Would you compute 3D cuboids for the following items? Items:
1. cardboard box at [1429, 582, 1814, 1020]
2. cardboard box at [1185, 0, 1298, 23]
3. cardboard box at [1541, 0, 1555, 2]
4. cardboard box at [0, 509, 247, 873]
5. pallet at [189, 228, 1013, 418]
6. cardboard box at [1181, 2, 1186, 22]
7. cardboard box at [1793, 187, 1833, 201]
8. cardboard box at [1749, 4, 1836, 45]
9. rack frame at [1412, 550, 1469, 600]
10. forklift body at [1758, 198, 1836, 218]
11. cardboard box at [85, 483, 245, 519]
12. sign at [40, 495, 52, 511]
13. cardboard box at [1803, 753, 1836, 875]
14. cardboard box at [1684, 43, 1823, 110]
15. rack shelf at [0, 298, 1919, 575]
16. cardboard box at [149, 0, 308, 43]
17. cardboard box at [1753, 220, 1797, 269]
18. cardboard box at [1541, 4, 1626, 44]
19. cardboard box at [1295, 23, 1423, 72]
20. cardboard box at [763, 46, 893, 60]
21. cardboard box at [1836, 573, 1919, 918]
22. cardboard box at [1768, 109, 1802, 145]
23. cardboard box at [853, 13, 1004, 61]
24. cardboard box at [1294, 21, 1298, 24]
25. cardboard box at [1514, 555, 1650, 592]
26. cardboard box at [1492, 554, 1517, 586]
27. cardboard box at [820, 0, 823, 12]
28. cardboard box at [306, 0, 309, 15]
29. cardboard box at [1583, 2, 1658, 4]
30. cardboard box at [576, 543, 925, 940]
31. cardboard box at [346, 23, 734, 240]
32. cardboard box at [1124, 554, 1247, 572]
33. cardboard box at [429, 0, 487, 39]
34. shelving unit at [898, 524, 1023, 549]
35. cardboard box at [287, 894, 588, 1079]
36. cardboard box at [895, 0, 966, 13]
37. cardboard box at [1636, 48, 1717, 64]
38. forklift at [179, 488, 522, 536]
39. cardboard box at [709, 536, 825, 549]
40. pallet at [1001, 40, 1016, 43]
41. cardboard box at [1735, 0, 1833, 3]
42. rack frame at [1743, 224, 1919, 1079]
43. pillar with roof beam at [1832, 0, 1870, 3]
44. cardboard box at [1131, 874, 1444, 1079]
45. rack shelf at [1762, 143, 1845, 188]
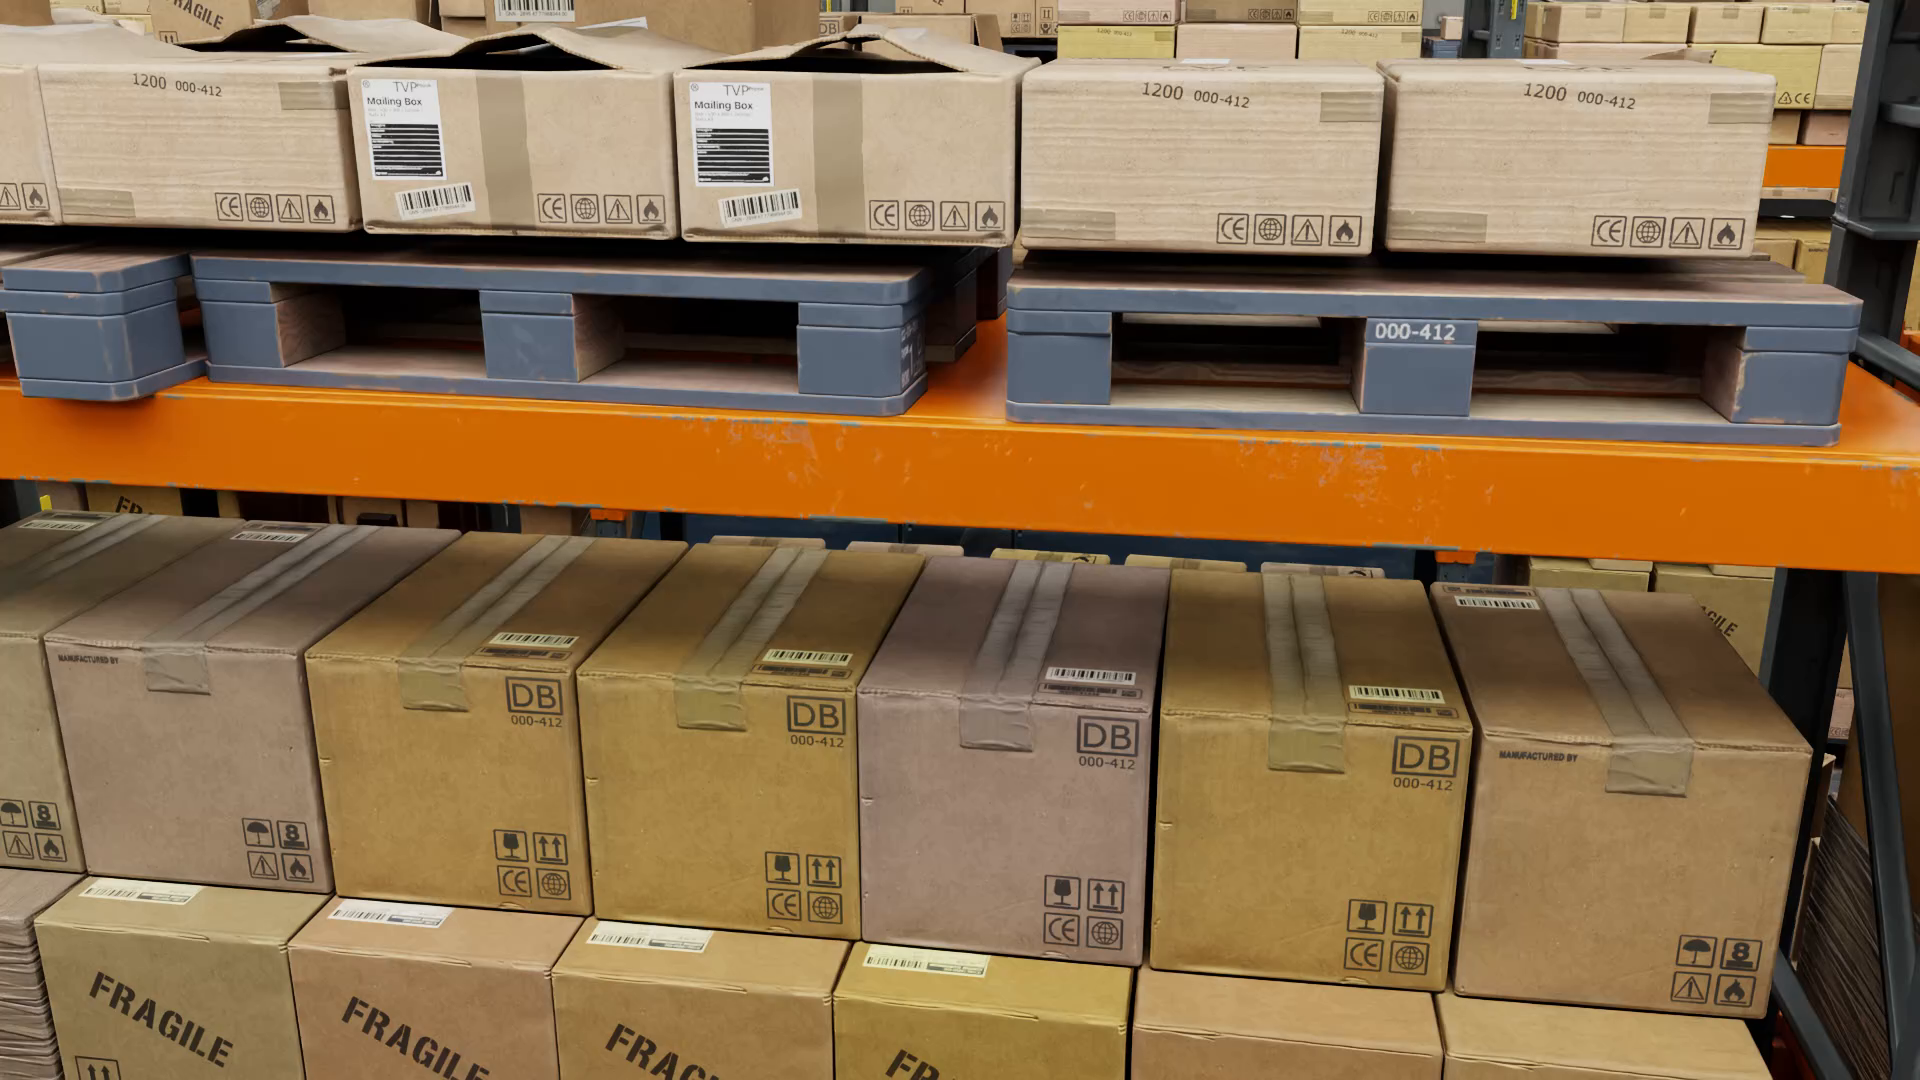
[{"bbox_3d":[1.135,0.439,3.030,0.500,0.500,0.700,3,19,8],"label":"cardboard box"},{"bbox_3d":[1.304,-2.537,7.716,0.500,0.250,0.500,3,19,7],"label":"cardboard box"},{"bbox_3d":[3.878,-3.636,11.536,0.500,0.311,0.500,3,19,10],"label":"cardboard box"},{"bbox_3d":[-1.882,0.287,3.486,0.500,0.500,0.700,3,19,8],"label":"cardboard box"},{"bbox_3d":[-0.575,-0.479,3.079,1.213,0.211,1.003,4,19,11],"label":"pallet"},{"bbox_3d":[1.584,-3.753,11.886,0.500,0.311,0.500,2,19,7],"label":"cardboard box"},{"bbox_3d":[5.912,-2.417,11.652,0.250,0.149,0.380,3,19,9],"label":"cardboard box"},{"bbox_3d":[3.346,-2.094,6.746,0.250,0.149,0.380,3,19,8],"label":"cardboard box"},{"bbox_3d":[2.311,-0.572,7.786,0.127,3.000,1.000,3,19,9],"label":"rack frame"},{"bbox_3d":[4.883,-1.047,10.544,1.214,2.155,2.313,3,19,9],"label":"forklift body"},{"bbox_3d":[-4.069,-0.117,9.113,0.875,0.875,0.875,3,19,10],"label":"cardboard box"},{"bbox_3d":[-2.239,0.059,4.074,0.005,0.325,0.100,3,19,9],"label":"sign"},{"bbox_3d":[3.153,1.092,6.747,0.500,0.500,0.500,-15,24,-38],"label":"cardboard box"},{"bbox_3d":[3.213,-1.934,6.895,0.500,0.250,0.500,3,19,8],"label":"cardboard box"},{"bbox_3d":[-0.349,-0.198,3.075,4.000,0.370,1.077,3,19,9],"label":"rack shelf"},{"bbox_3d":[-3.424,-2.440,7.823,0.500,0.500,0.500,3,19,9],"label":"cardboard box"},{"bbox_3d":[3.212,-1.112,7.198,0.500,0.500,0.700,3,19,9],"label":"cardboard box"},{"bbox_3d":[2.571,-2.136,6.870,0.250,0.149,0.380,3,19,8],"label":"cardboard box"},{"bbox_3d":[1.712,-2.107,7.219,0.500,0.250,0.500,3,19,8],"label":"cardboard box"},{"bbox_3d":[-0.188,-0.782,3.079,0.258,0.266,0.396,3,19,9],"label":"cardboard box"},{"bbox_3d":[1.985,0.430,2.853,0.550,0.550,0.875,3,19,9],"label":"cardboard box"},{"bbox_3d":[3.333,-1.749,6.973,0.250,0.149,0.380,3,19,10],"label":"cardboard box"},{"bbox_3d":[-0.128,-2.177,7.692,0.637,0.503,0.797,3,19,9],"label":"cardboard box"},{"bbox_3d":[1.798,-2.278,7.730,0.500,0.250,0.500,2,19,7],"label":"cardboard box"},{"bbox_3d":[2.851,0.291,7.695,0.500,0.500,0.500,4,19,11],"label":"cardboard box"},{"bbox_3d":[2.938,0.123,8.199,0.500,0.500,0.500,3,19,8],"label":"cardboard box"},{"bbox_3d":[-1.174,-4.115,12.787,0.250,0.149,0.380,2,19,7],"label":"cardboard box"},{"bbox_3d":[-5.340,-4.210,12.909,0.500,0.250,0.500,3,19,9],"label":"cardboard box"},{"bbox_3d":[2.928,-2.317,7.413,0.250,0.149,0.380,2,19,7],"label":"cardboard box"},{"bbox_3d":[-0.371,0.362,3.260,0.500,0.500,0.700,3,19,8],"label":"cardboard box"},{"bbox_3d":[-0.642,-0.688,2.726,0.500,0.311,0.500,3,19,8],"label":"cardboard box"},{"bbox_3d":[1.083,0.414,8.318,0.625,0.372,0.950,4,19,12],"label":"cardboard box"},{"bbox_3d":[-2.034,-2.416,7.744,0.637,0.503,0.797,2,19,5],"label":"cardboard box"},{"bbox_3d":[0.007,-0.711,10.564,0.755,1.500,0.431,3,19,9],"label":"shelving unit"},{"bbox_3d":[-0.923,0.892,3.251,0.500,0.500,0.500,3,19,9],"label":"cardboard box"},{"bbox_3d":[-0.178,-3.932,12.124,0.500,0.500,0.500,3,19,9],"label":"cardboard box"},{"bbox_3d":[1.069,-0.730,2.923,0.396,0.266,0.258,3,19,8],"label":"cardboard box"},{"bbox_3d":[-2.069,0.284,5.336,1.130,2.935,3.031,3,19,8],"label":"forklift"},{"bbox_3d":[-1.082,0.305,8.643,0.625,0.372,0.950,2,19,5],"label":"cardboard box"},{"bbox_3d":[-0.170,-3.656,12.571,1.003,0.211,1.213,4,19,11],"label":"pallet"},{"bbox_3d":[5.573,-3.671,11.344,0.500,0.500,0.700,3,19,9],"label":"cardboard box"},{"bbox_3d":[1.626,0.984,3.136,0.127,3.000,1.000,3,19,9],"label":"rack frame"},{"bbox_3d":[5.817,-3.740,7.798,0.400,9.000,9.100,3,19,9],"label":"pillar with roof beam"},{"bbox_3d":[0.569,0.968,3.024,0.500,0.500,0.500,3,19,8],"label":"cardboard box"},{"bbox_3d":[4.286,-1.553,7.123,4.000,0.370,1.077,3,19,9],"label":"rack shelf"}]
